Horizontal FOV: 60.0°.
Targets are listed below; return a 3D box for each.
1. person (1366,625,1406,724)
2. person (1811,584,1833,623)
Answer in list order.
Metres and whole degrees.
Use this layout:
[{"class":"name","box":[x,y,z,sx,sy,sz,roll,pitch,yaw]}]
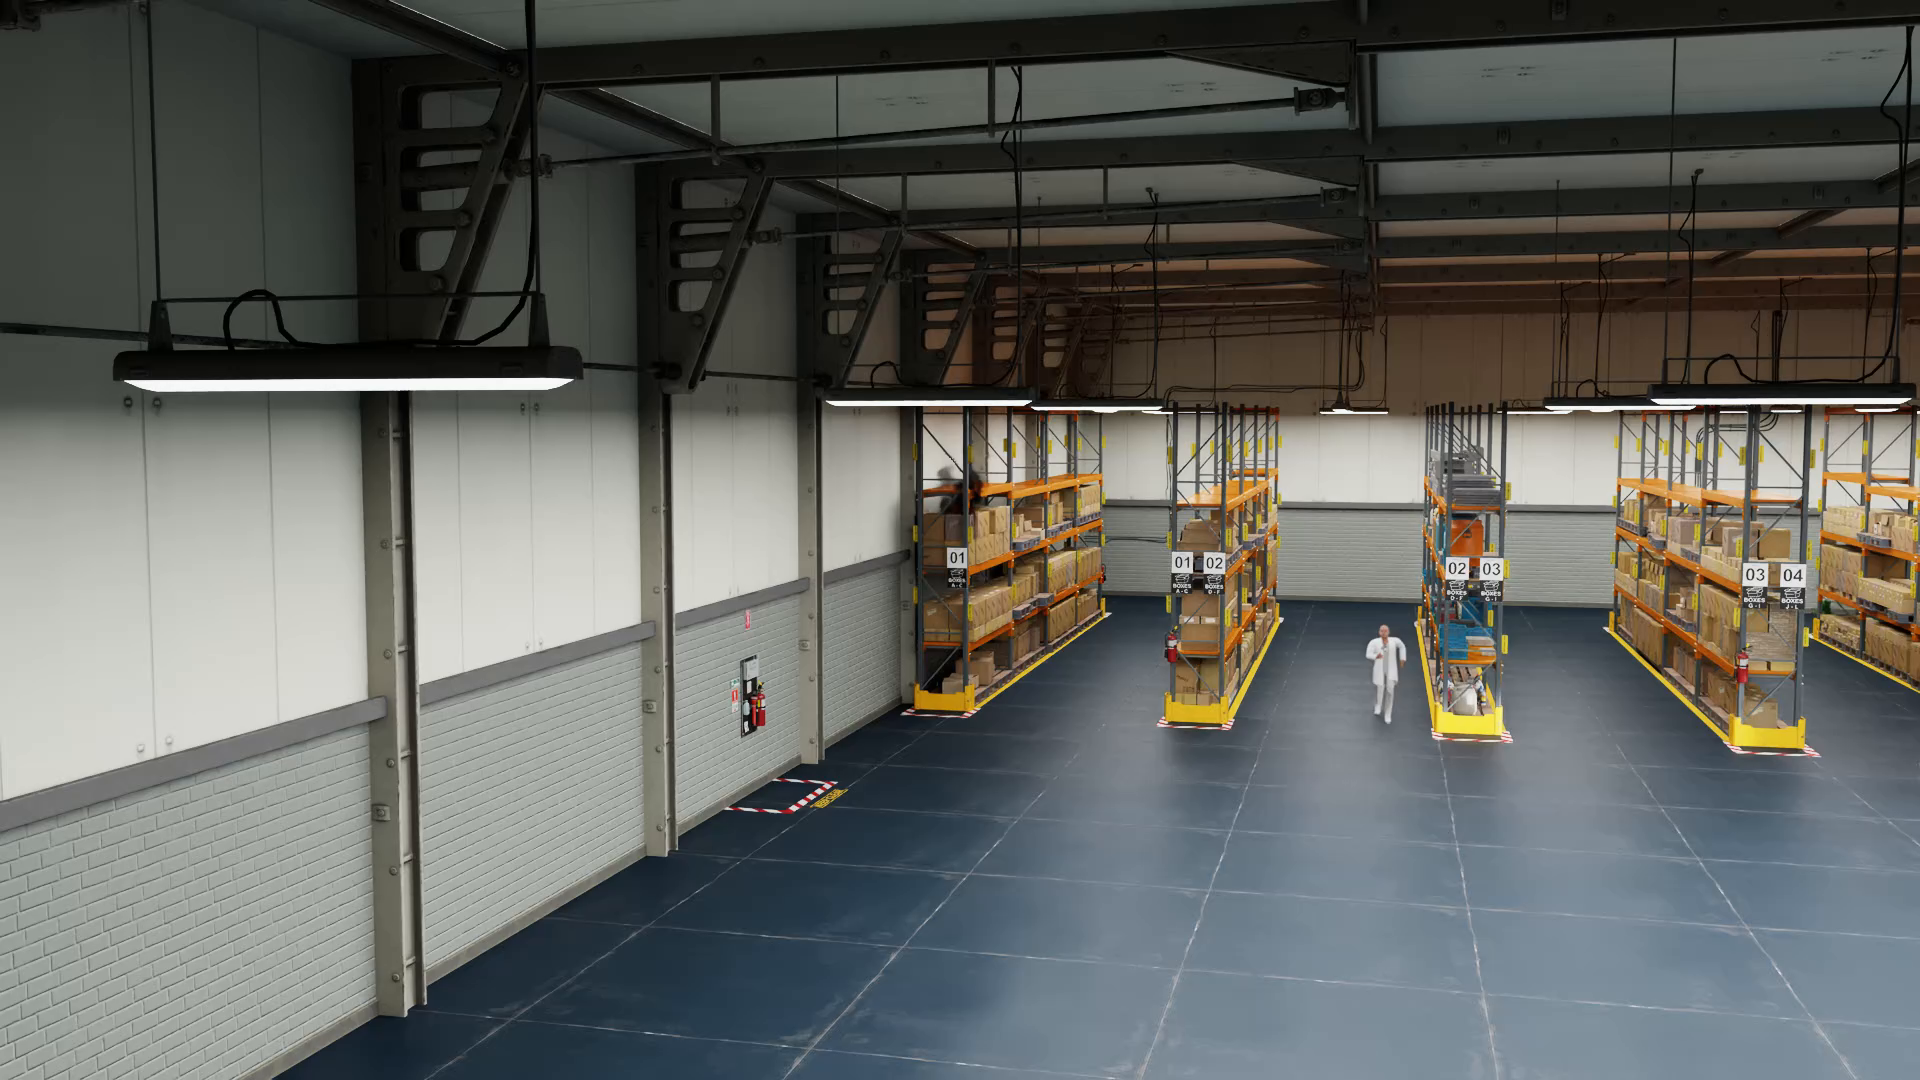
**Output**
[{"class":"person","box":[8.053,2.517,31.462,0.727,1.837,0.984,1,4,15]},{"class":"person","box":[23.041,1.597,44.292,0.688,1.764,0.667,2,5,26]}]
